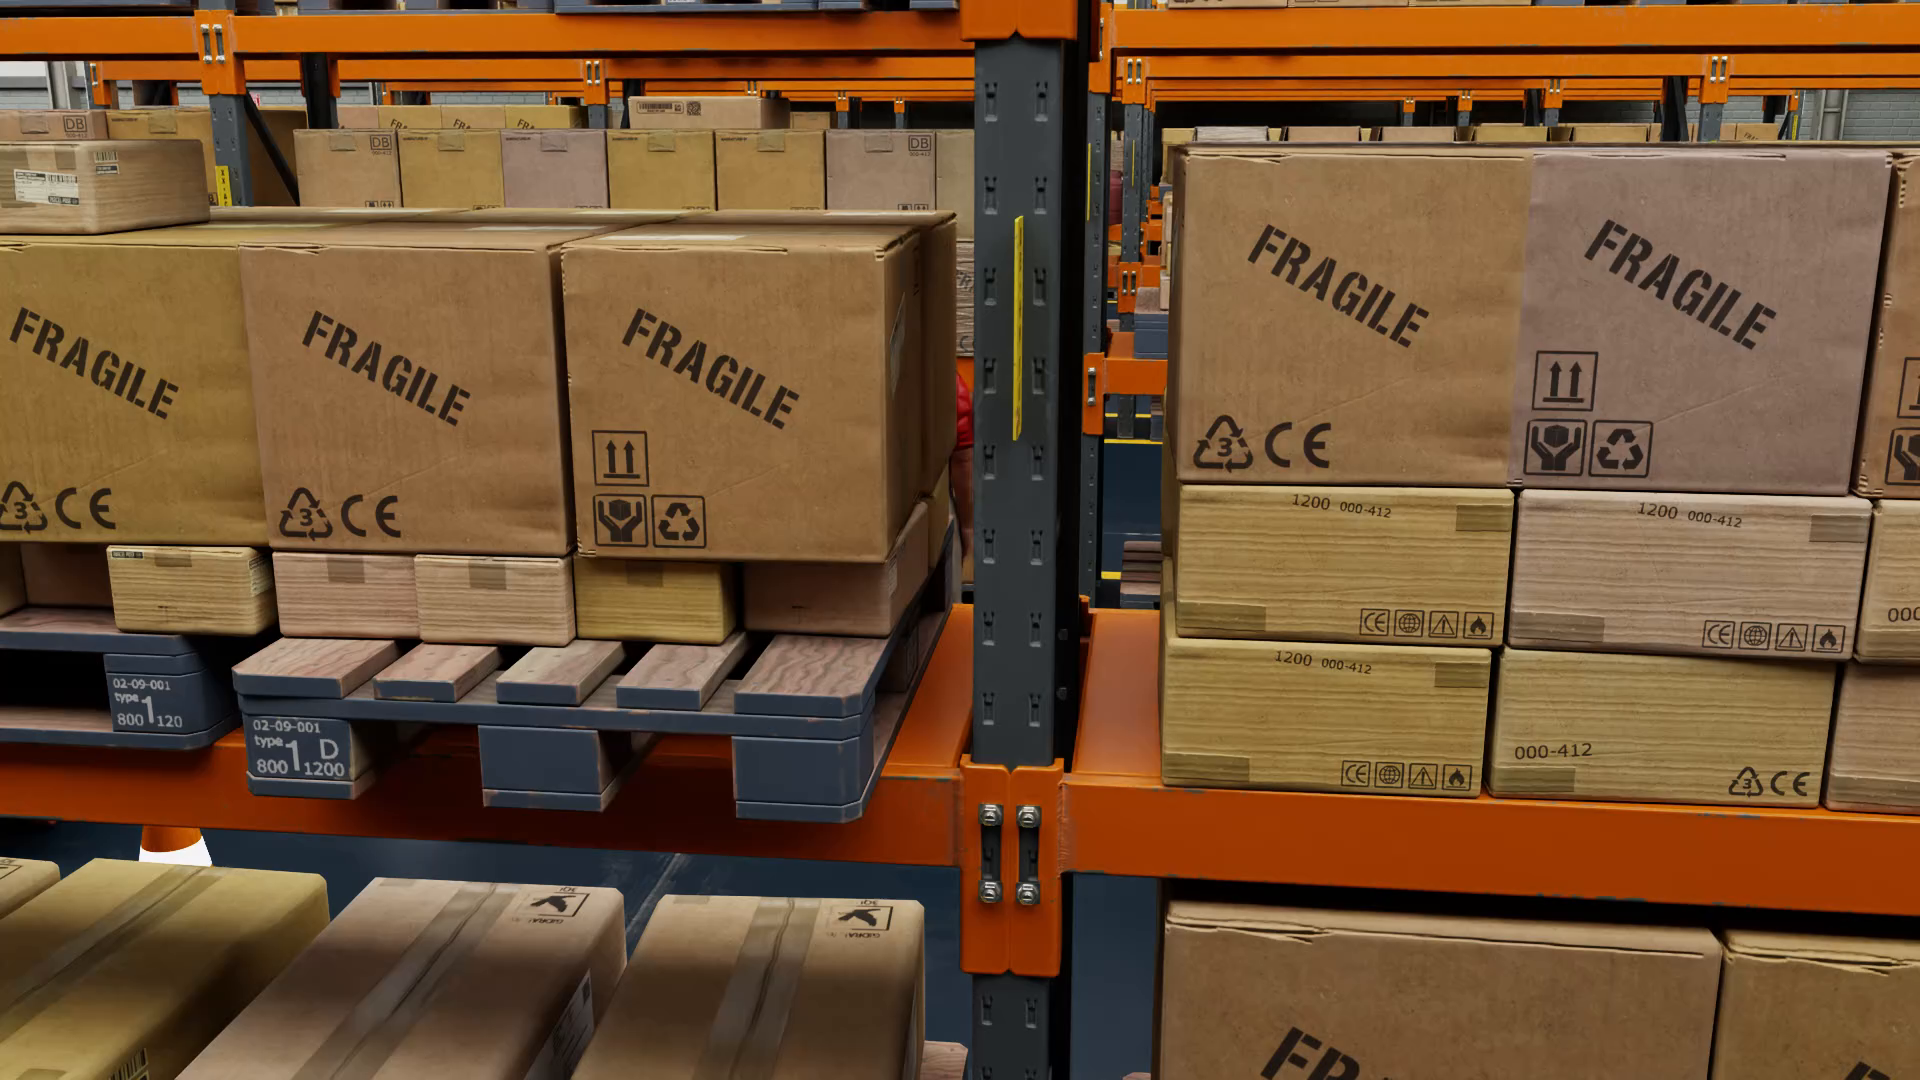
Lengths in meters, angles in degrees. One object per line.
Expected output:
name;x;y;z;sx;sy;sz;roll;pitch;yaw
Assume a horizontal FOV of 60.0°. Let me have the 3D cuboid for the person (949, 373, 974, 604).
person;-0.192;-0.068;6.297;0.534;1.737;0.393;2;14;7
